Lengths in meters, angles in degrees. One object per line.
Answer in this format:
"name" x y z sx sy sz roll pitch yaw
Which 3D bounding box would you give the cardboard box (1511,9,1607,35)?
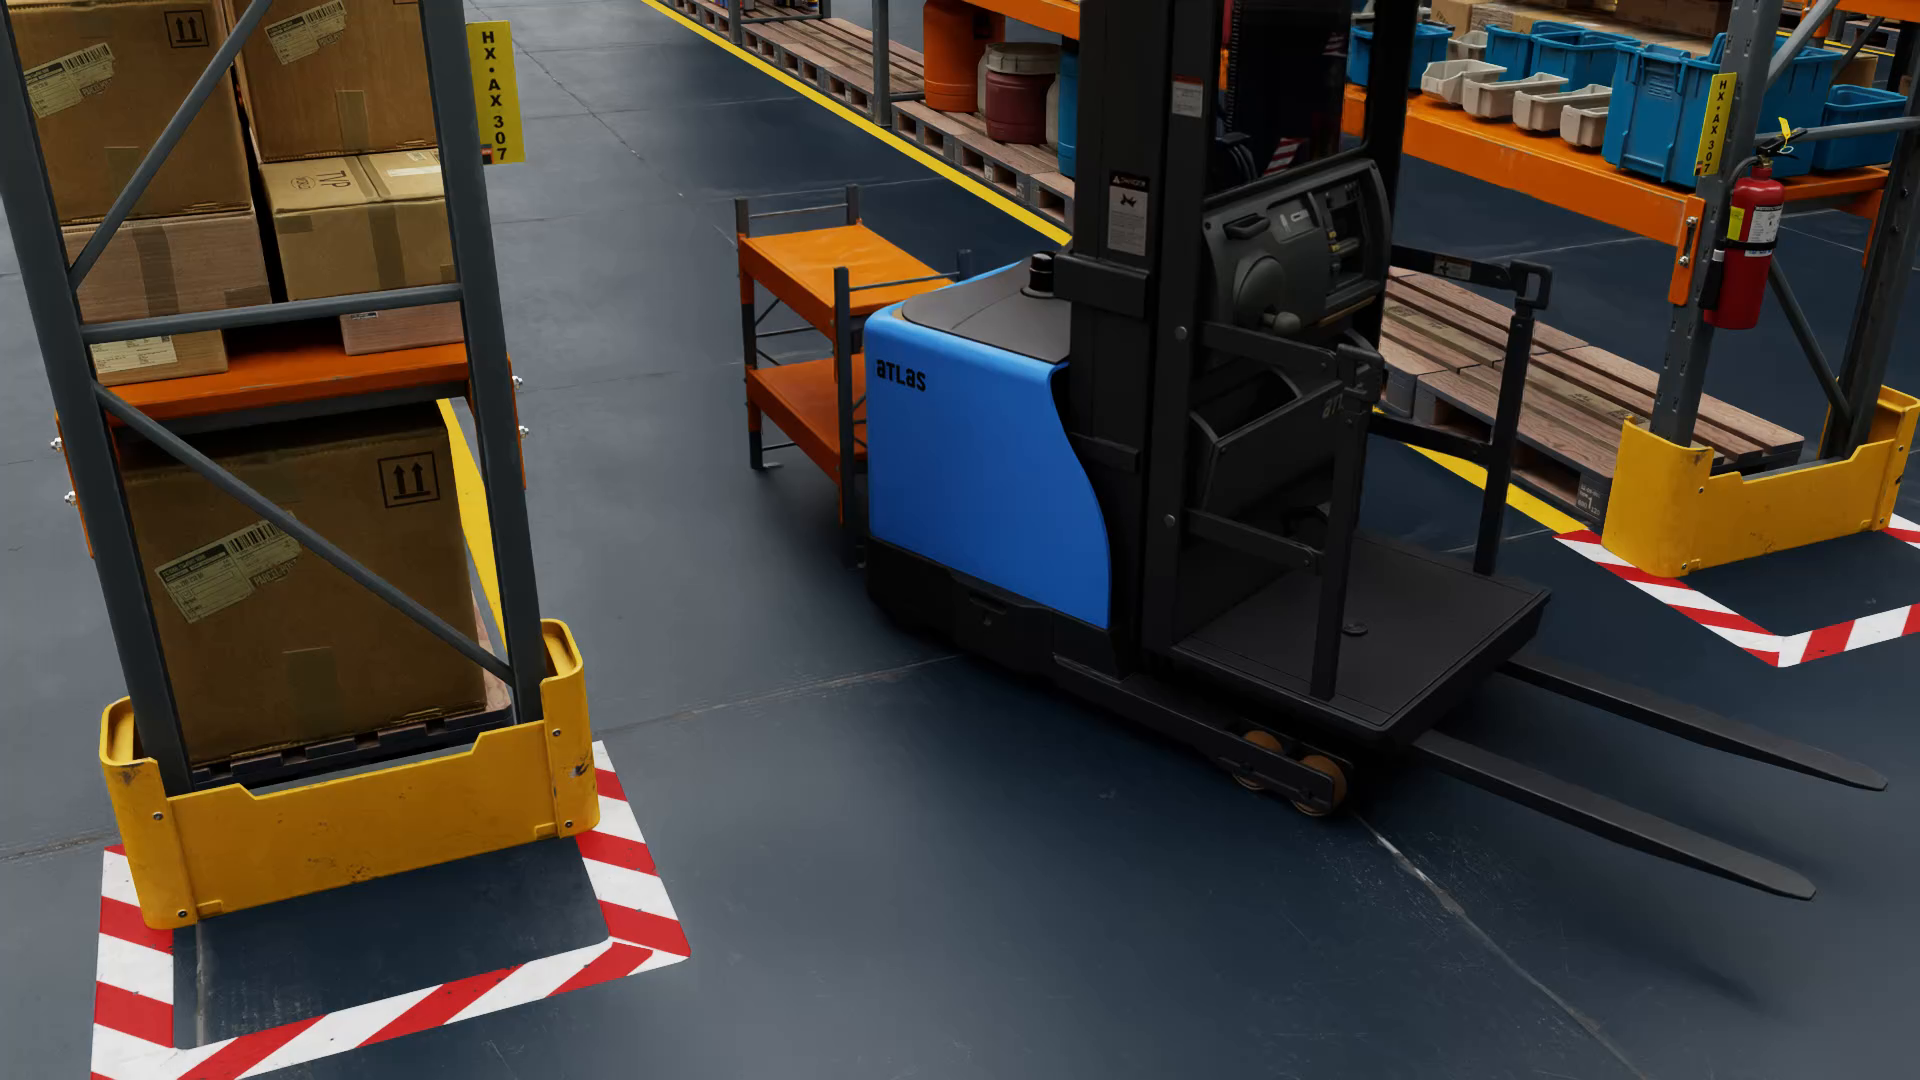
"cardboard box" 4.701 -3.885 13.136 0.500 0.500 0.500 -11 28 -21

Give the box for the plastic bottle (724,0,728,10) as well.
"plastic bottle" -2.260 -5.440 16.492 0.144 0.351 0.185 -11 28 -22

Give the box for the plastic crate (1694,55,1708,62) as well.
"plastic crate" 2.906 -1.752 6.542 0.416 0.233 0.300 -11 28 -21

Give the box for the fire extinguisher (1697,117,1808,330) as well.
"fire extinguisher" 2.598 -1.037 5.468 0.296 0.674 0.183 -11 28 -21

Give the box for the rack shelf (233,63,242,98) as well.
"rack shelf" -3.950 -2.626 9.030 1.077 0.370 4.000 -11 28 -21

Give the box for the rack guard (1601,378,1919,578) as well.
"rack guard" 2.979 -0.248 6.187 1.175 0.500 0.348 -11 28 -21

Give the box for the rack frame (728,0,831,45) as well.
"rack frame" -1.742 -6.223 15.576 1.000 3.000 0.127 -11 28 -21

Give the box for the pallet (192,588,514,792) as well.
"pallet" -1.985 0.417 5.156 1.003 0.211 1.213 -11 28 -21

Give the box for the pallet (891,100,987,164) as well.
"pallet" 0.171 -3.044 12.243 1.003 0.211 1.213 -11 28 -21

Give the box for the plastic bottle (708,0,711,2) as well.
"plastic bottle" -2.521 -5.681 17.070 0.152 0.276 0.135 -10 28 -20

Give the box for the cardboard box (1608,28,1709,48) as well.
"cardboard box" 5.111 -3.471 12.287 0.500 0.500 0.500 -10 28 -20

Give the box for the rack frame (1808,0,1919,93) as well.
"rack frame" 5.950 -3.843 10.701 1.000 3.000 0.127 -11 28 -21

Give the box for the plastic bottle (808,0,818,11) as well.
"plastic bottle" -1.464 -5.398 16.496 0.097 0.271 0.097 0 26 0

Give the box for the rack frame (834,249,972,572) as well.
"rack frame" -0.190 -0.445 5.879 0.500 1.125 0.032 -12 28 -23

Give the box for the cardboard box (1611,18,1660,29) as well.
"cardboard box" 5.379 -3.775 12.910 0.500 0.500 0.500 -12 28 -23

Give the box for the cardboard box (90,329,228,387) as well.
"cardboard box" -2.042 -0.502 4.145 0.380 0.149 0.250 -10 28 -20

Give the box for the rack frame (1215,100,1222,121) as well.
"rack frame" 1.391 -2.993 8.961 1.000 3.000 0.127 -11 28 -21

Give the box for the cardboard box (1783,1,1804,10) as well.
"cardboard box" 8.610 -5.666 16.784 0.700 0.500 0.500 -10 28 -20

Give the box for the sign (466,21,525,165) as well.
"sign" -1.087 -1.045 3.894 0.100 0.325 0.005 -11 28 -21

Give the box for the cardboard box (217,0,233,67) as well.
"cardboard box" -2.820 -1.899 5.697 0.500 0.500 0.500 -11 28 -22

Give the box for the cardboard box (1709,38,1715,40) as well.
"cardboard box" 5.766 -3.368 12.076 0.500 0.500 0.500 -10 28 -20

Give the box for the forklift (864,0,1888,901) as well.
"forklift" 1.118 -0.804 4.557 3.031 2.935 1.130 21 33 36

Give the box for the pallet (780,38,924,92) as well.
"pallet" -0.917 -4.166 14.542 1.003 0.211 1.213 -11 28 -21

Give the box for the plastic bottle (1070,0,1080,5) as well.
"plastic bottle" 0.730 -3.286 9.617 0.144 0.351 0.185 -11 28 -21

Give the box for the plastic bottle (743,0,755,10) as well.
"plastic bottle" -2.127 -5.465 16.543 0.144 0.351 0.185 -11 28 -21

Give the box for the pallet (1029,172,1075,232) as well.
"pallet" 1.127 -2.059 10.226 1.003 0.211 1.213 -11 28 -21

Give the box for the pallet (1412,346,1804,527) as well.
"pallet" 2.670 -0.465 6.961 1.003 0.211 1.213 -11 28 -21

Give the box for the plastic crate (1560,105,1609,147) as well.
"plastic crate" 2.471 -1.585 6.309 0.396 0.136 0.243 -11 28 -21

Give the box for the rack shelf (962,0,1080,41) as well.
"rack shelf" 0.608 -3.477 10.773 1.077 0.370 4.000 -11 28 -21

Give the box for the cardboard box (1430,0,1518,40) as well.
"cardboard box" 4.299 -4.299 13.984 0.500 0.500 0.500 -9 28 -18

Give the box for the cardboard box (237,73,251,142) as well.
"cardboard box" -2.152 -1.456 5.644 0.500 0.250 0.500 -11 28 -22

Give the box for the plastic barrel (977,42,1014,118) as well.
"plastic barrel" 0.335 -3.271 11.888 0.421 0.512 0.421 0 26 0

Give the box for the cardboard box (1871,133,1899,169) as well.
"cardboard box" 5.915 -2.625 10.772 0.500 0.311 0.500 -11 28 -21

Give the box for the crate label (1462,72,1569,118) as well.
"crate label" 2.240 -1.813 6.776 0.396 0.136 0.243 -11 28 -21

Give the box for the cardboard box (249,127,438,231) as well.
"cardboard box" -1.749 -1.042 4.798 0.500 0.250 0.500 -11 28 -21

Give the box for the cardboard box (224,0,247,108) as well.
"cardboard box" -1.944 -1.581 5.046 0.500 0.500 0.500 -11 28 -22

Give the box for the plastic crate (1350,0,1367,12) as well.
"plastic crate" 1.888 -2.883 8.686 0.392 0.384 0.575 -11 28 -21

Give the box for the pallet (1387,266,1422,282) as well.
"pallet" 1.715 -1.450 8.979 1.003 0.211 1.213 -11 28 -21

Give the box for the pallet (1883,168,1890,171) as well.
"pallet" 6.218 -2.312 10.745 1.003 0.211 1.213 -11 28 -21

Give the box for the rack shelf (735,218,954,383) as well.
"rack shelf" -0.411 -0.909 6.162 0.538 0.278 1.000 -12 28 -23

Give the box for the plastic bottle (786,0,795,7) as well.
"plastic bottle" -1.713 -5.511 16.713 0.061 0.283 0.133 -11 28 -21

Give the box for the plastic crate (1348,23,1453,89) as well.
"plastic crate" 1.917 -2.115 7.285 0.416 0.233 0.300 -11 28 -21

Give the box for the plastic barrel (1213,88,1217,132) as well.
"plastic barrel" 1.193 -2.461 9.785 0.600 0.901 0.708 -11 28 -21

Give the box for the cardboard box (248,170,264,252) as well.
"cardboard box" -2.232 -0.948 4.606 0.500 0.250 0.500 -11 28 -21

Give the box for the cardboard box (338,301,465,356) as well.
"cardboard box" -1.435 -0.614 4.376 0.380 0.149 0.250 -10 28 -20

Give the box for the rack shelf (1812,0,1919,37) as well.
"rack shelf" 6.733 -2.712 9.206 1.077 0.370 4.000 -11 28 -21

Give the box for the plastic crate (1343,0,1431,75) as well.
"plastic crate" 1.819 -2.319 7.647 0.437 0.282 0.530 -11 28 -21

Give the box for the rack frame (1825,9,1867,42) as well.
"rack frame" 8.940 -6.310 15.755 1.000 3.000 0.127 -11 28 -21

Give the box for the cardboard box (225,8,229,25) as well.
"cardboard box" -2.752 -2.075 6.913 0.500 0.250 0.500 -11 28 -22

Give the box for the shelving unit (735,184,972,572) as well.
"shelving unit" -0.411 -0.646 6.290 0.538 1.125 1.048 -12 28 -23

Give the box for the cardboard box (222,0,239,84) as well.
"cardboard box" -3.117 -2.416 7.665 0.500 0.500 0.500 -10 28 -20

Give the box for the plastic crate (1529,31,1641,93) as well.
"plastic crate" 2.648 -2.018 7.086 0.416 0.233 0.300 -11 28 -21

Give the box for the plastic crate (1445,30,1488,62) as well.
"plastic crate" 2.349 -2.250 7.672 0.293 0.136 0.466 -11 28 -21

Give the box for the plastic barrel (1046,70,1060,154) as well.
"plastic barrel" 0.777 -2.816 10.955 0.421 0.512 0.421 0 26 0

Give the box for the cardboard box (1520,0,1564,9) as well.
"cardboard box" 4.966 -4.195 13.770 0.500 0.500 0.500 -9 28 -19

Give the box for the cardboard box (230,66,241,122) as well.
"cardboard box" -2.825 -1.564 5.866 0.500 0.250 0.500 -10 28 -19

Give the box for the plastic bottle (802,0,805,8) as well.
"plastic bottle" -1.543 -5.449 16.679 0.097 0.201 0.097 0 26 0

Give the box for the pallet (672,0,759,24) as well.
"pallet" -2.448 -5.741 17.768 1.003 0.211 1.213 -11 28 -21

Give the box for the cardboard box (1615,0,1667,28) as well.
"cardboard box" 5.396 -4.097 12.716 0.500 0.250 0.500 -11 28 -22

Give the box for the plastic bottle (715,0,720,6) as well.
"plastic bottle" -2.437 -5.546 16.785 0.061 0.283 0.133 -9 27 -17
